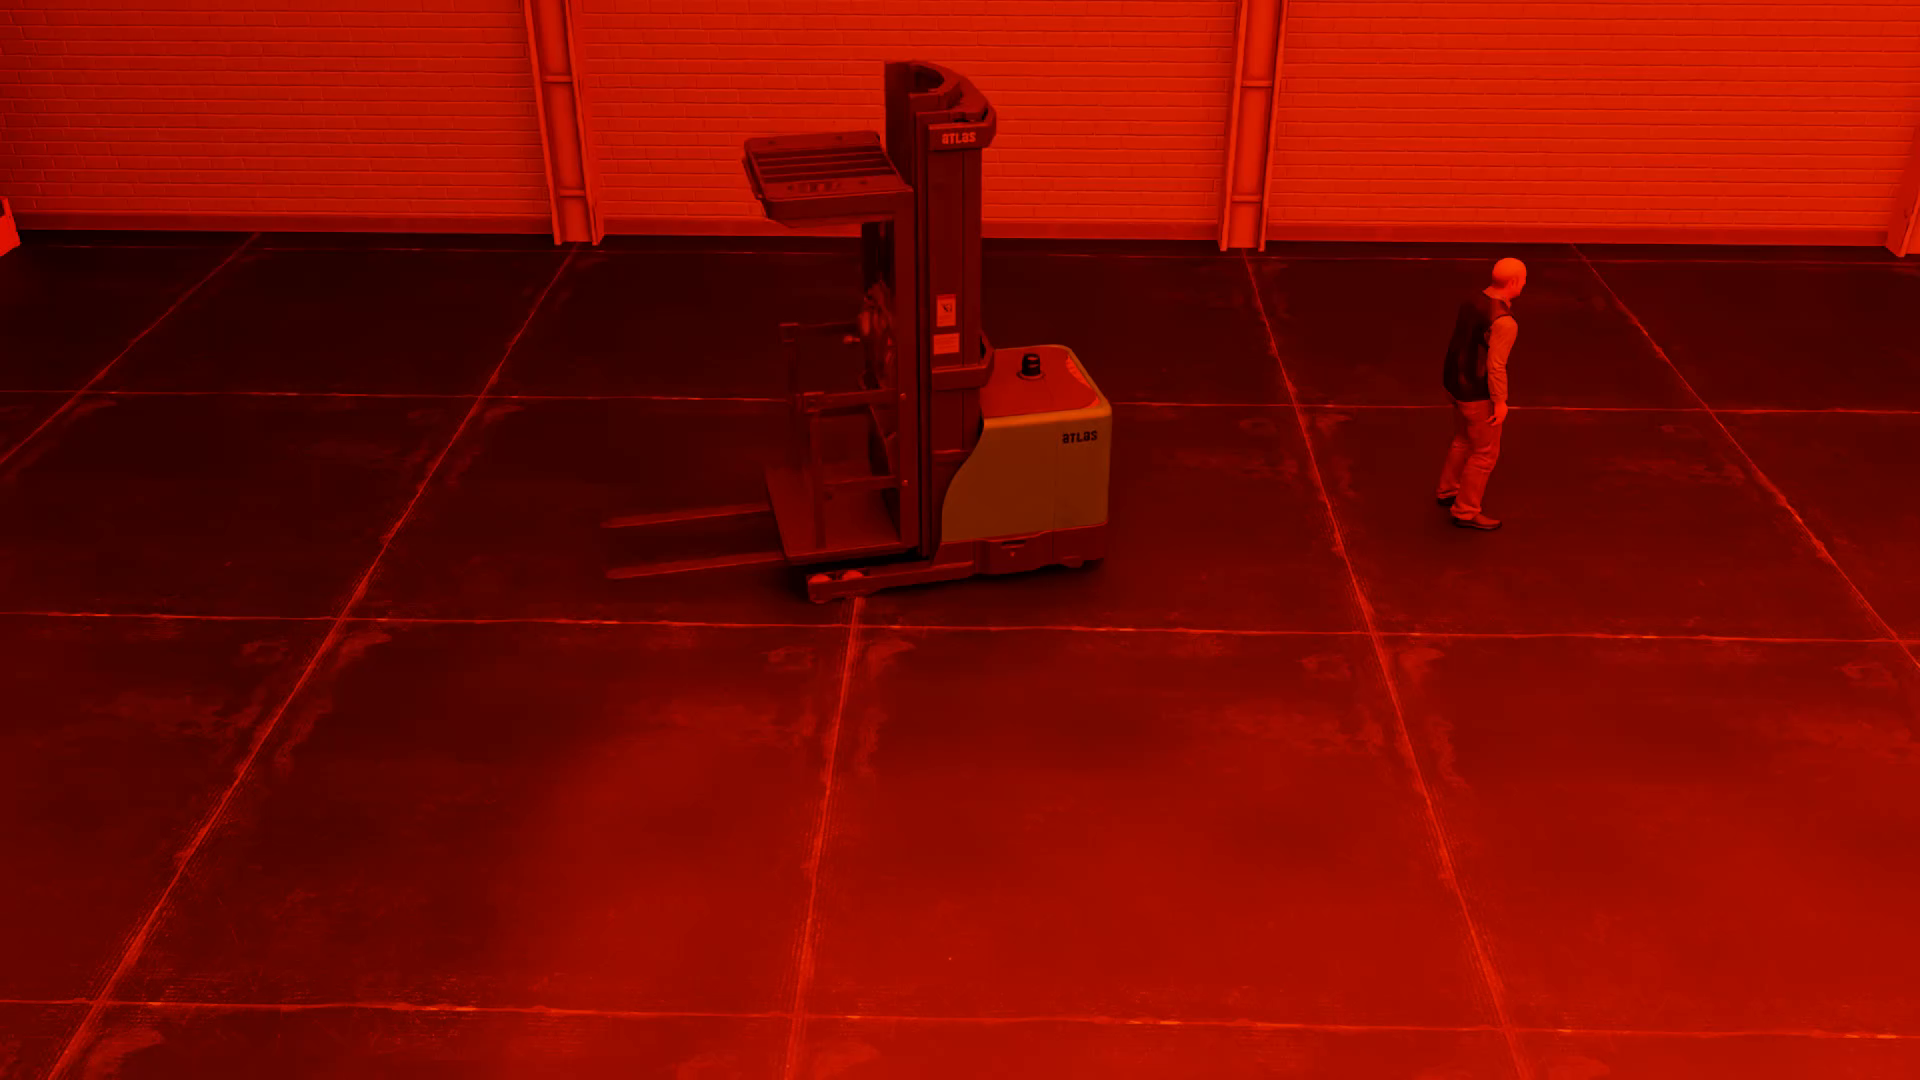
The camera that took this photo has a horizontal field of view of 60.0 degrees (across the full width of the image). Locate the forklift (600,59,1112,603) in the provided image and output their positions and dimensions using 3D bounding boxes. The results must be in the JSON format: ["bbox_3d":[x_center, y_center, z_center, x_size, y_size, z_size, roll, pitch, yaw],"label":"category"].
[{"bbox_3d":[-0.664,-1.182,9.619,3.031,2.935,1.130,-7,31,-11],"label":"forklift"}]

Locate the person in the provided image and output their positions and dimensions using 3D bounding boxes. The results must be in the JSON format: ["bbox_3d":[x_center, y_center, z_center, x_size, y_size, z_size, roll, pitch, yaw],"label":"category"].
[{"bbox_3d":[3.233,-0.932,10.389,0.426,1.719,0.579,-4,31,-6],"label":"person"}]
